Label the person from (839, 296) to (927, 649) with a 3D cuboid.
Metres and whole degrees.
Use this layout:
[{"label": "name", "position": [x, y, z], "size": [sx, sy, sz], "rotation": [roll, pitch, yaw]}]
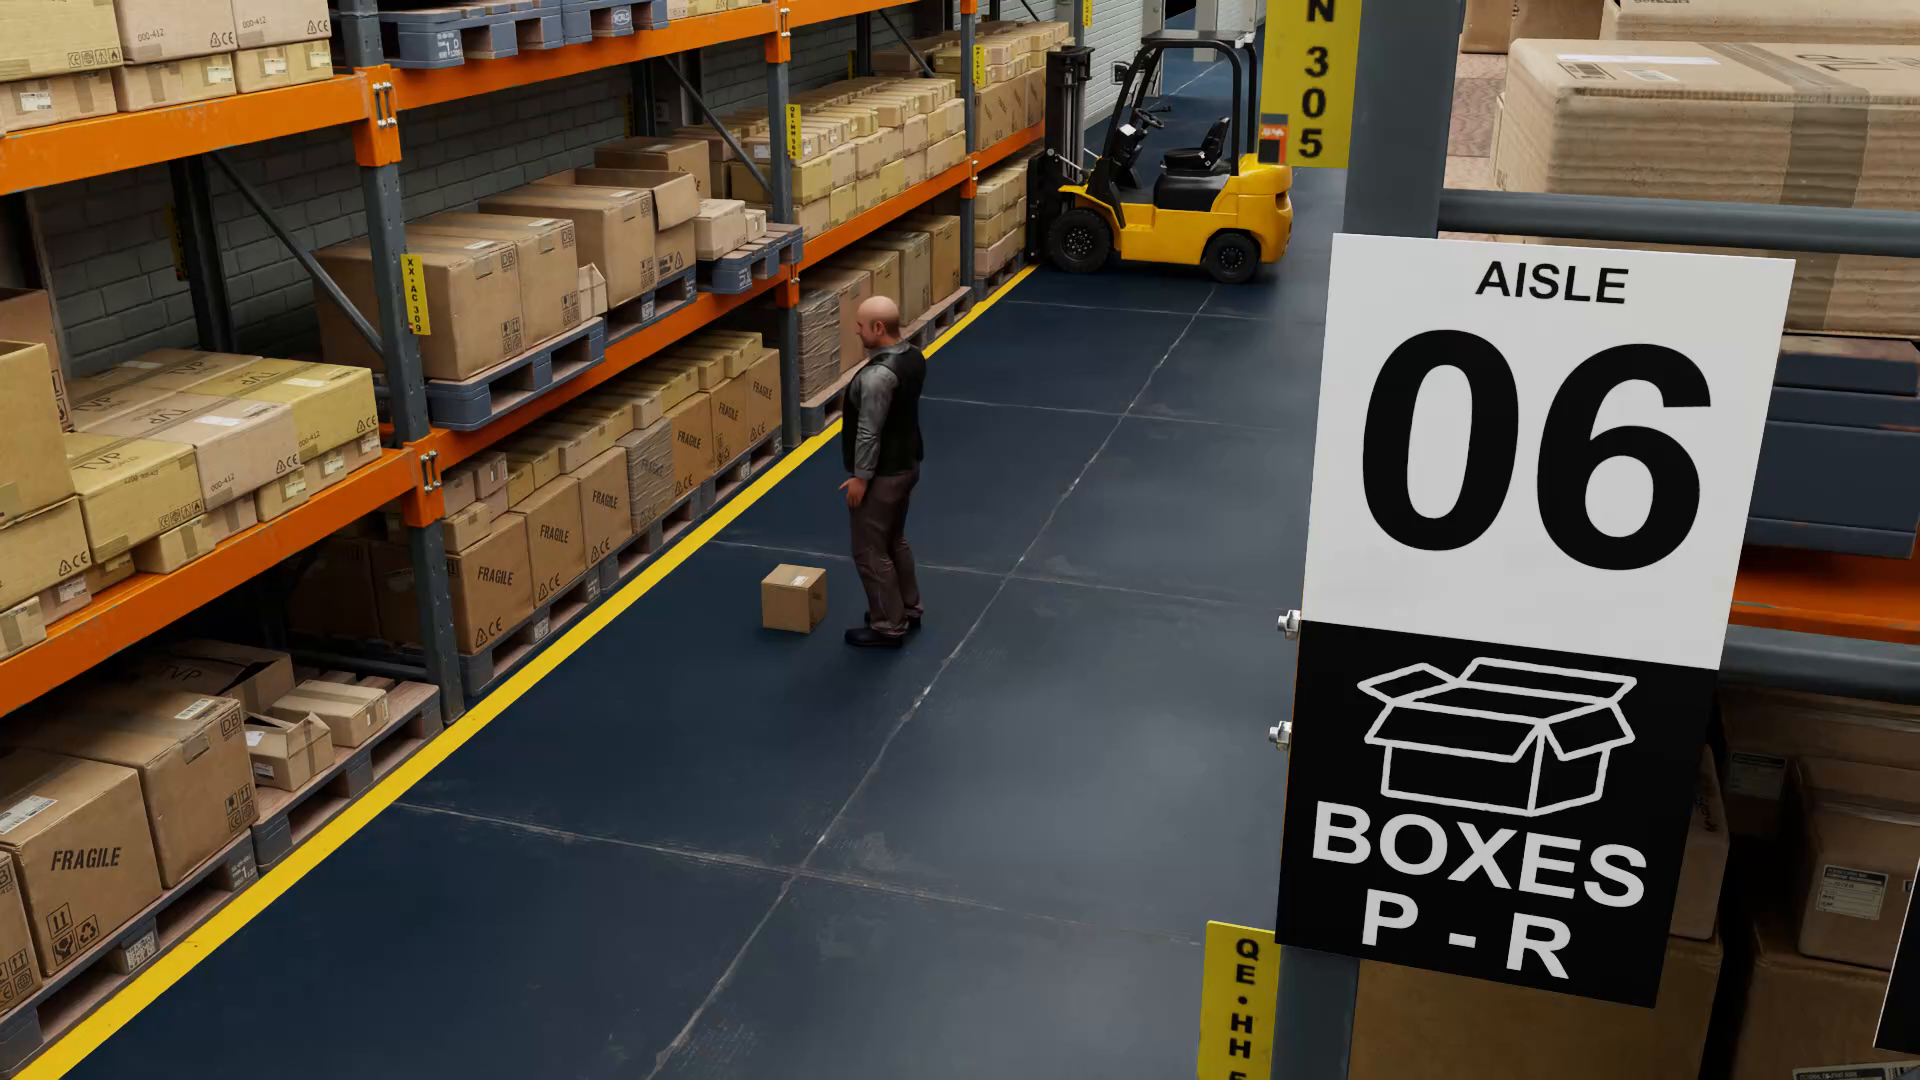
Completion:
[{"label": "person", "position": [-0.371, -0.318, 7.940], "size": [0.357, 1.719, 0.533], "rotation": [7, 23, 17]}]
